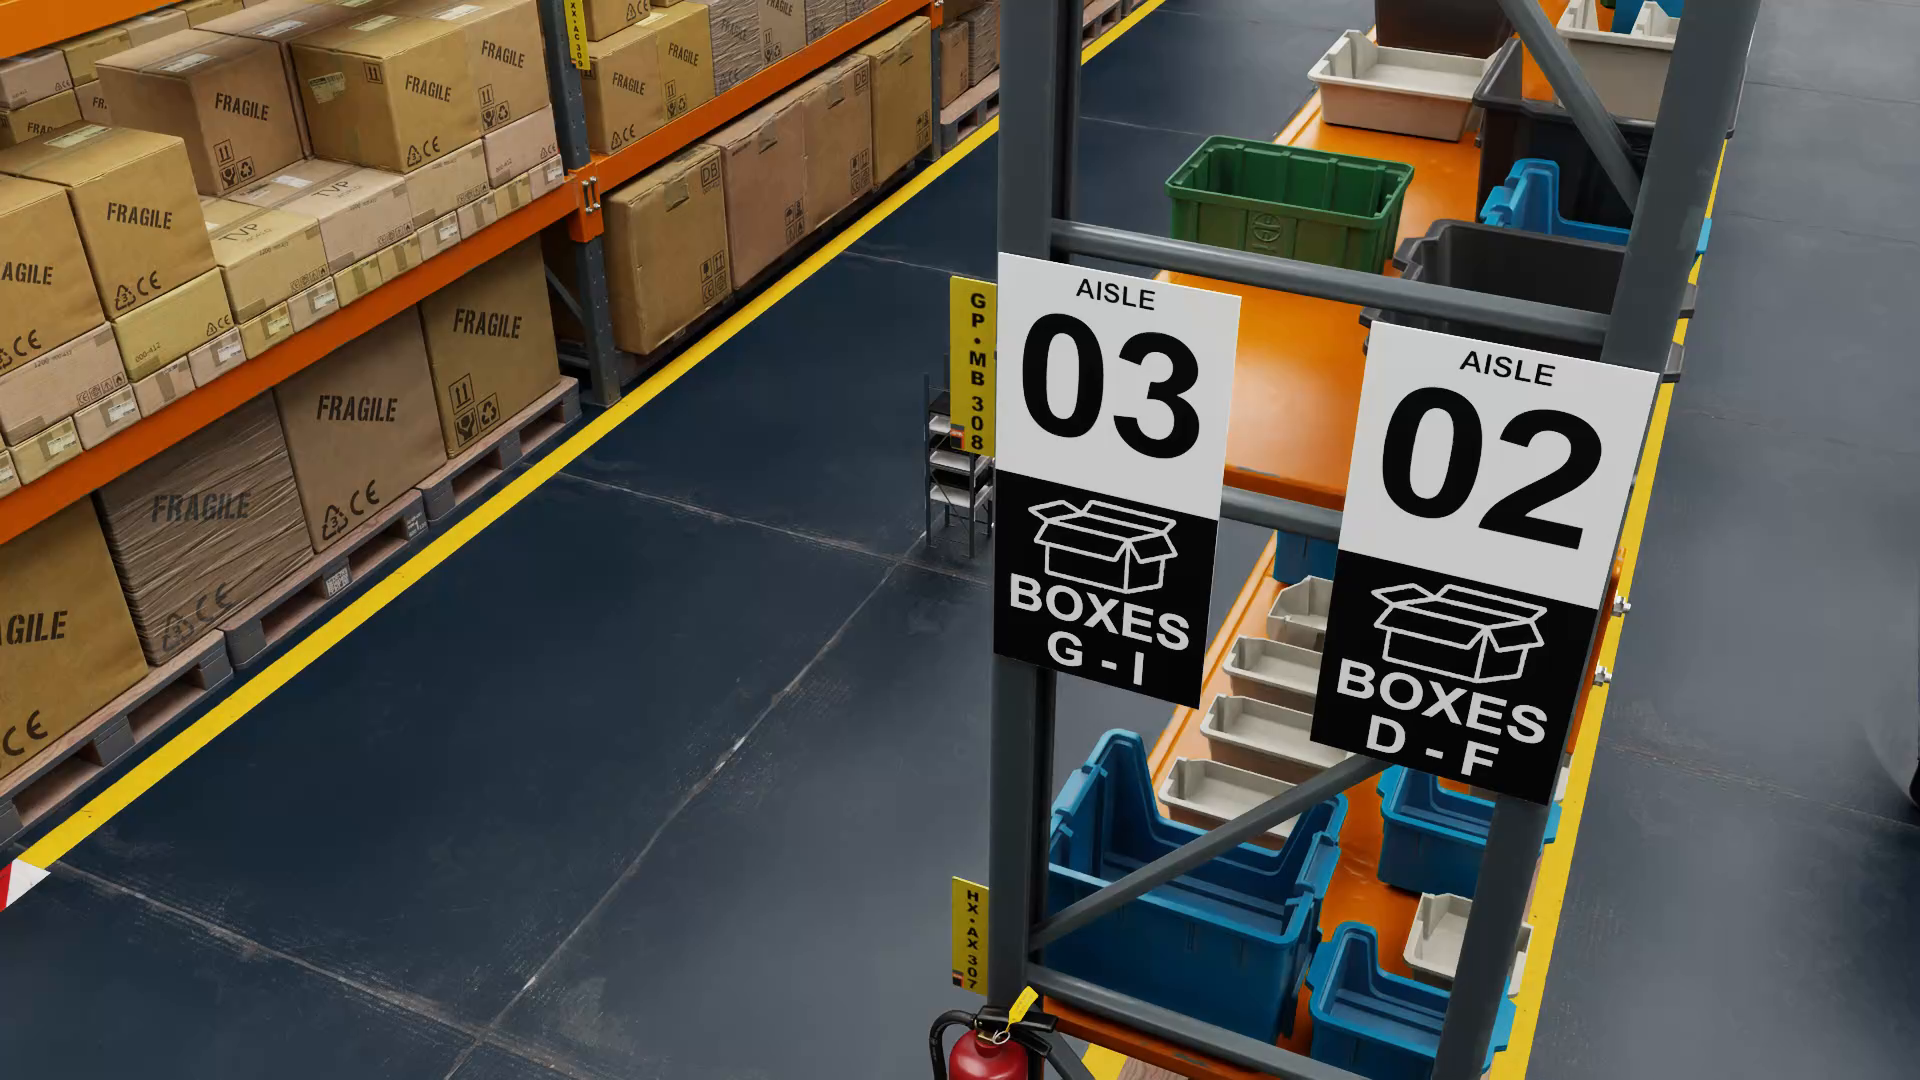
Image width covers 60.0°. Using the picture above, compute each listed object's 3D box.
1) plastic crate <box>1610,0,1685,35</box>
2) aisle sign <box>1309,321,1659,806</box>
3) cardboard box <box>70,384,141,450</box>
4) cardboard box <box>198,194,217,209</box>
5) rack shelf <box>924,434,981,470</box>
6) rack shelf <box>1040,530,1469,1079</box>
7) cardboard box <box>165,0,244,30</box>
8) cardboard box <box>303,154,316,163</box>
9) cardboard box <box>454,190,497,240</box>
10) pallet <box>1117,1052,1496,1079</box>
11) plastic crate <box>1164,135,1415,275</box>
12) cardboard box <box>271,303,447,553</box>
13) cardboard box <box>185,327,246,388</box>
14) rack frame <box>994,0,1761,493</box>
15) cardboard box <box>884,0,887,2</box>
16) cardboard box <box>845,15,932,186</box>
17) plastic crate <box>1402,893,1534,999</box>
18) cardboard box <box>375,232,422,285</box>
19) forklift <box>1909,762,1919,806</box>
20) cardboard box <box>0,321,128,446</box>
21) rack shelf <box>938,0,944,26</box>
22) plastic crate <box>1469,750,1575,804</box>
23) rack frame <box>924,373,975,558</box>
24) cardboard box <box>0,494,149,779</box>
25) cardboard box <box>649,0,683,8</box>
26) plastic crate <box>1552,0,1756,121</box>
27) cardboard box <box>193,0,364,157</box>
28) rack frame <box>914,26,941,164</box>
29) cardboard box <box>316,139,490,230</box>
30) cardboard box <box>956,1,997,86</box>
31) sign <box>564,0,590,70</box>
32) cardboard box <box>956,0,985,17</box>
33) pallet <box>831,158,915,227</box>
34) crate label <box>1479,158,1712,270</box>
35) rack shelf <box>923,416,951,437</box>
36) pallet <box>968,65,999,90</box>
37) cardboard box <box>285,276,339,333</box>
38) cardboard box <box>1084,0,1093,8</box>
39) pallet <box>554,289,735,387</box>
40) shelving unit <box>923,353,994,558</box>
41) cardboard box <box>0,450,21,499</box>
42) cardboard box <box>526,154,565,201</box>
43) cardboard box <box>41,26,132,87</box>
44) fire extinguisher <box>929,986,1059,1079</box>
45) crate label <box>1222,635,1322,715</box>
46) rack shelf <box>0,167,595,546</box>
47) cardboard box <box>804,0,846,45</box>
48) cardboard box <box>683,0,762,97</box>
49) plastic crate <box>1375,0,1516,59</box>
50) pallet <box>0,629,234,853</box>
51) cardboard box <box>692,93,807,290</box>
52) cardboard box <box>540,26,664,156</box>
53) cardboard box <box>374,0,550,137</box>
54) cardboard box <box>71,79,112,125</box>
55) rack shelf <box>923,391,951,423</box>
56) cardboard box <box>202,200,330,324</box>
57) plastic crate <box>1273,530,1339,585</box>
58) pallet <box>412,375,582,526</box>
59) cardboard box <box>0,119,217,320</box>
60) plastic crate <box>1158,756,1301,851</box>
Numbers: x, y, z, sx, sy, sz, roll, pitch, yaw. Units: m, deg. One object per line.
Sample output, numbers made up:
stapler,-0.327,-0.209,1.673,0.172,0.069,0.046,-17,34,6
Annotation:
plastic crate,2.119,-1.609,4.886,0.416,0.233,0.300,14,36,20
aisle sign,0.776,0.058,2.556,0.394,0.787,0.004,14,36,20
cardboard box,-3.193,-0.477,5.972,0.380,0.149,0.250,14,36,20
cardboard box,-3.361,-1.226,6.749,0.500,0.250,0.500,14,36,21
rack shelf,-0.003,-0.420,7.466,0.258,0.077,0.200,14,36,20
rack shelf,1.373,0.345,5.144,1.077,0.370,4.000,14,36,20
cardboard box,-5.554,-3.808,12.034,0.500,0.250,0.500,15,36,22
cardboard box,-2.936,-1.729,7.517,0.500,0.250,0.500,14,36,20
cardboard box,-2.334,-1.500,7.531,0.380,0.149,0.250,14,36,20
pallet,0.917,1.805,4.805,1.003,0.211,1.213,14,36,20
plastic crate,0.690,-0.682,3.512,0.450,0.188,0.336,14,36,20
cardboard box,-3.014,-0.616,7.509,0.875,0.875,0.875,14,36,20
cardboard box,-2.978,-0.733,6.361,0.380,0.149,0.250,14,36,20
rack frame,0.536,-1.468,1.782,1.000,3.000,0.127,14,36,20
cardboard box,-0.597,-3.819,10.748,0.500,0.500,0.500,15,36,22
cardboard box,-0.923,-3.028,11.187,1.225,0.875,0.875,13,35,18
plastic crate,1.148,0.938,3.770,0.250,0.136,0.298,14,36,20
cardboard box,-2.549,-1.243,7.139,0.380,0.149,0.250,15,36,21
forklift,4.991,-0.515,5.863,3.031,2.935,1.130,-24,40,-32
cardboard box,-3.305,-0.595,5.787,0.500,0.250,0.500,14,36,20
rack shelf,0.221,-4.775,12.953,1.077,0.370,4.000,14,36,20
plastic crate,1.432,0.600,4.285,0.250,0.136,0.298,14,36,20
rack frame,-0.046,-0.322,7.420,0.240,0.900,0.006,14,36,20
cardboard box,-3.767,0.280,6.142,0.875,0.875,0.875,14,36,20
cardboard box,-1.731,-3.208,8.901,0.797,0.503,0.637,15,36,21
plastic crate,1.744,-1.197,4.213,0.437,0.282,0.530,14,36,20
cardboard box,-2.934,-2.040,7.307,0.500,0.500,0.500,14,36,20
rack frame,-0.615,-4.080,11.237,1.000,3.000,0.127,14,36,20
cardboard box,-2.449,-1.611,7.337,0.500,0.250,0.500,15,36,22
cardboard box,-0.133,-3.836,12.743,0.700,0.500,0.500,11,35,17
sign,-1.784,-2.356,7.746,0.100,0.325,0.005,14,36,20
cardboard box,-0.150,-4.139,12.522,0.500,0.250,0.500,18,37,26
pallet,-1.014,-2.538,11.429,1.003,0.211,1.213,14,36,20
crate label,1.216,-0.537,3.233,0.408,0.251,0.502,14,36,20
rack shelf,-0.003,-0.495,7.417,0.258,0.077,0.200,14,36,20
pallet,0.225,-3.908,13.518,1.003,0.211,1.213,14,36,20
cardboard box,-2.764,-0.989,6.752,0.380,0.149,0.250,15,36,21
cardboard box,0.782,-4.910,14.381,0.700,0.500,0.500,11,35,17
pallet,-2.034,-1.323,9.575,1.003,0.211,1.213,14,36,20
shelving unit,-0.003,-0.372,7.497,0.258,0.900,0.210,14,36,20
cardboard box,-3.408,-0.220,5.579,0.380,0.149,0.250,14,36,20
cardboard box,-2.119,-1.756,7.921,0.380,0.149,0.250,14,36,21
cardboard box,-5.982,-3.293,11.249,0.500,0.250,0.500,15,36,22
fire extinguisher,0.060,1.200,3.595,0.296,0.674,0.183,14,36,20
crate label,0.942,0.393,4.601,0.396,0.136,0.243,14,36,20
rack shelf,-3.126,-0.791,6.877,1.077,0.370,4.000,14,36,20
cardboard box,-1.025,-3.313,9.975,0.500,0.500,0.500,13,35,19
cardboard box,-1.450,-2.801,9.195,0.500,0.500,0.500,13,36,19
plastic crate,1.441,-1.595,4.831,0.497,0.269,0.590,14,36,20
pallet,-3.699,0.654,6.560,1.003,0.211,1.213,14,36,20
cardboard box,-1.666,-2.143,9.838,1.225,0.875,0.875,13,35,19
cardboard box,-1.869,-2.301,8.433,0.500,0.500,0.500,14,36,21
cardboard box,-2.238,-2.173,7.510,0.500,0.500,0.500,15,36,22
cardboard box,-5.982,-2.977,11.452,0.500,0.500,0.500,16,36,23
rack shelf,-0.003,-0.570,7.367,0.258,0.077,0.200,14,36,20
cardboard box,-2.878,-1.105,6.566,0.500,0.250,0.500,13,36,20
plastic crate,1.163,0.004,5.106,0.416,0.233,0.300,14,36,20
pallet,-2.678,-0.561,8.413,1.003,0.211,1.213,14,36,20
cardboard box,-3.096,-1.156,5.960,0.500,0.500,0.500,13,35,19
plastic crate,0.713,0.678,4.166,0.396,0.136,0.243,14,36,20
